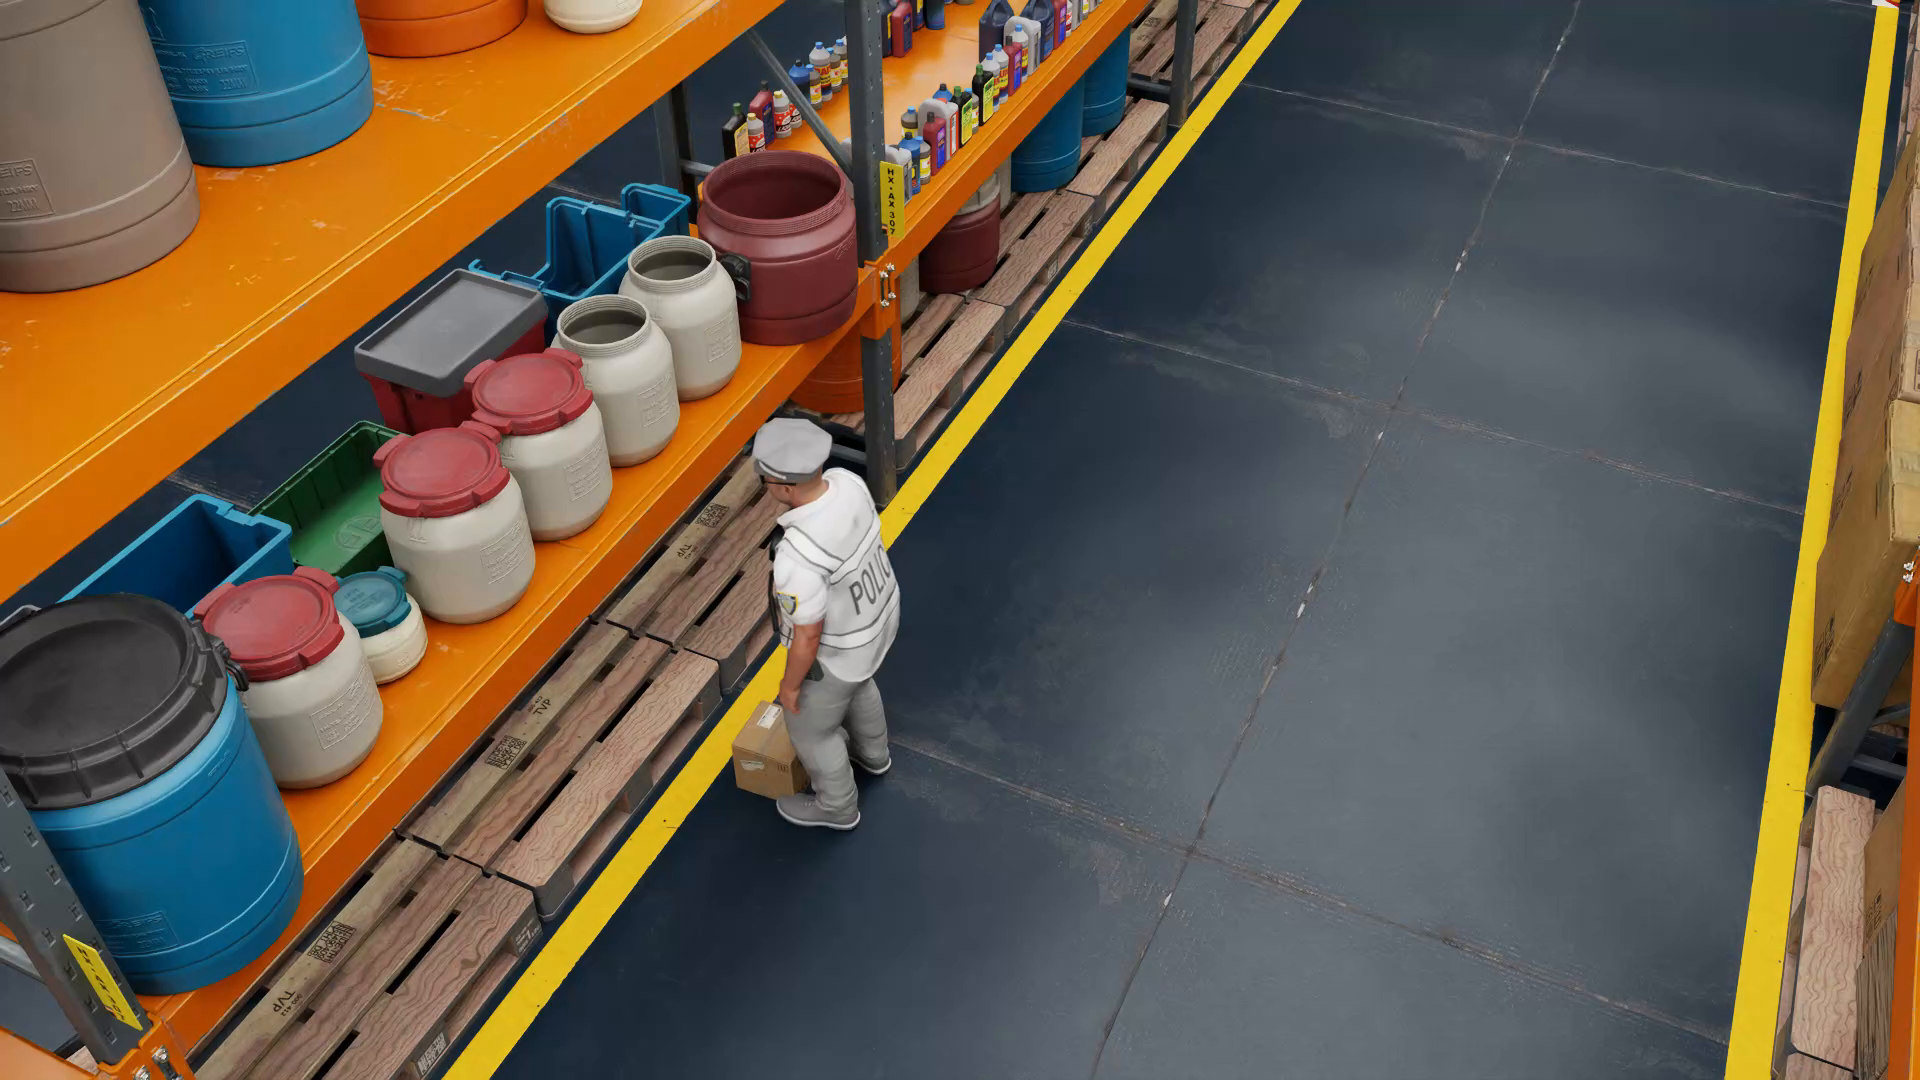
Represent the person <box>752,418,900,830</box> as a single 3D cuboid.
[{"bbox_3d":[-0.443,0.328,5.785,0.434,1.749,0.606,15,44,16],"label":"person"}]
